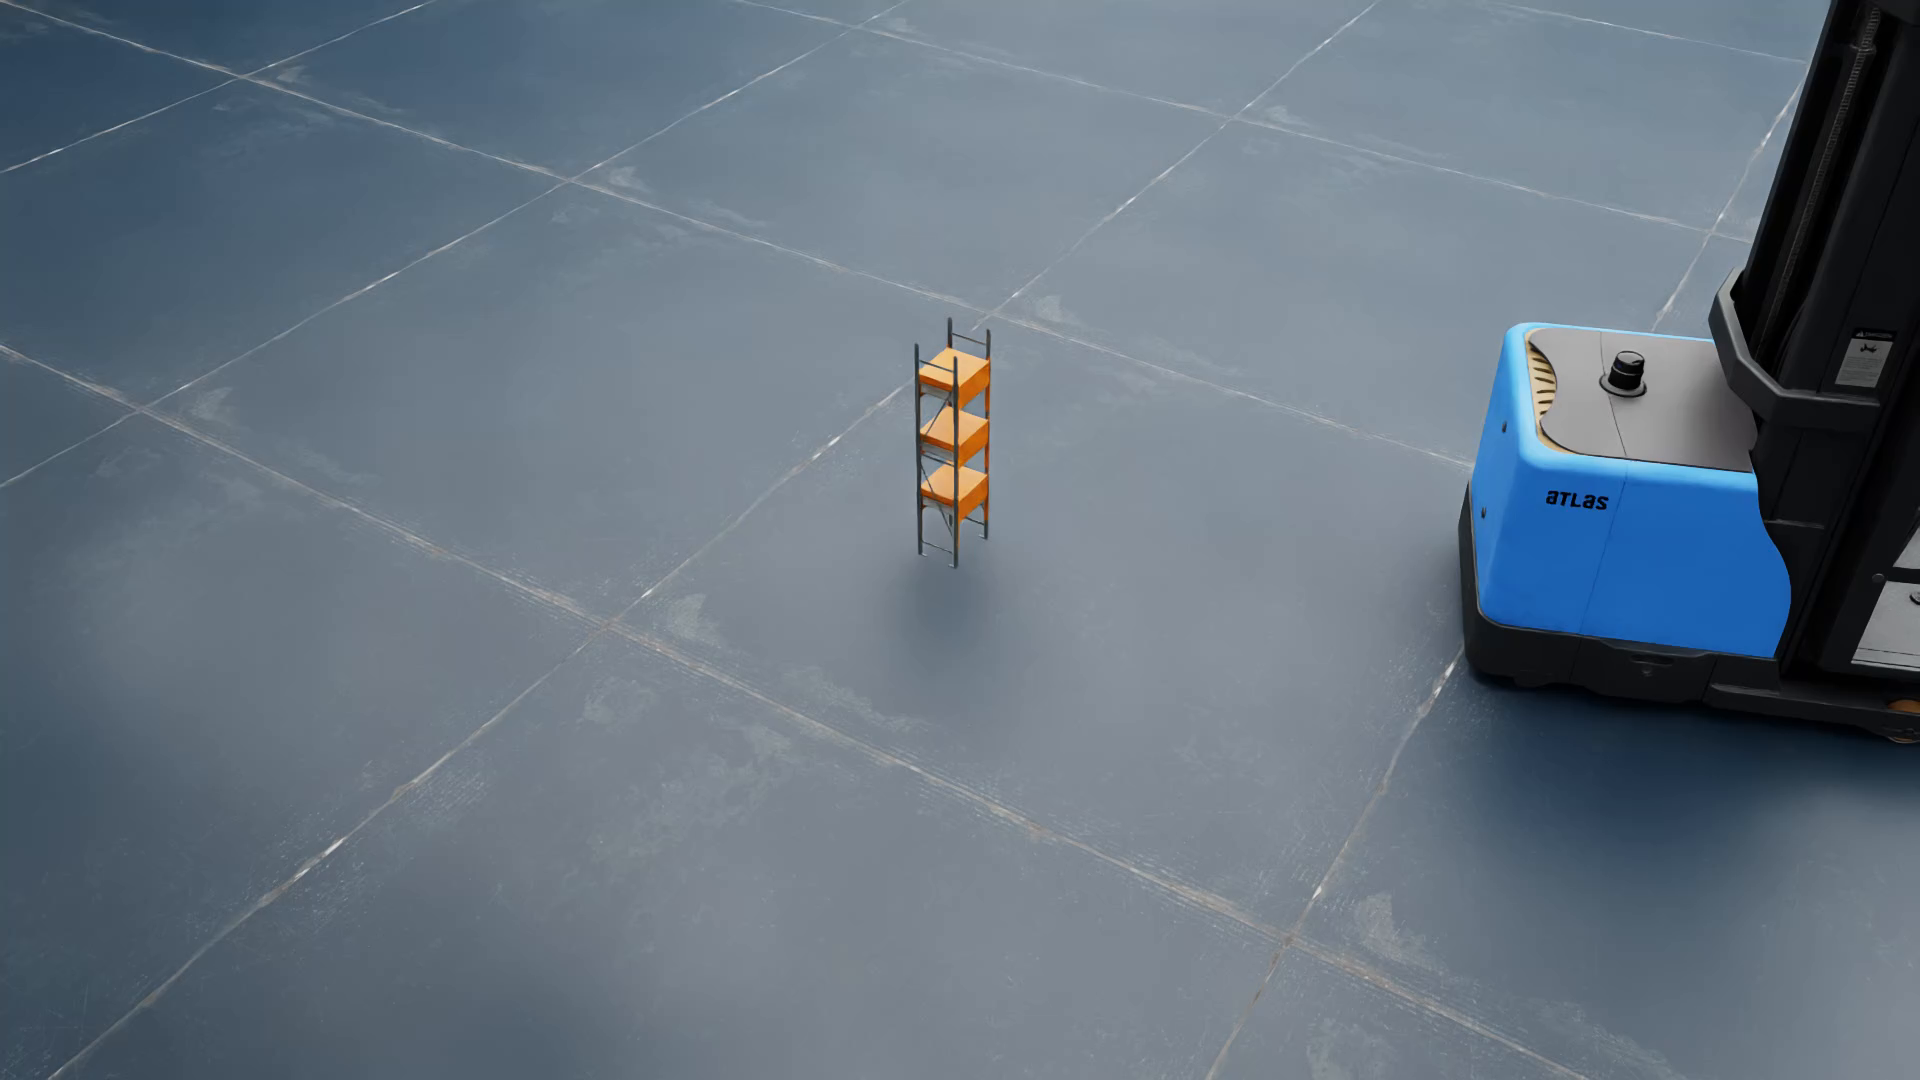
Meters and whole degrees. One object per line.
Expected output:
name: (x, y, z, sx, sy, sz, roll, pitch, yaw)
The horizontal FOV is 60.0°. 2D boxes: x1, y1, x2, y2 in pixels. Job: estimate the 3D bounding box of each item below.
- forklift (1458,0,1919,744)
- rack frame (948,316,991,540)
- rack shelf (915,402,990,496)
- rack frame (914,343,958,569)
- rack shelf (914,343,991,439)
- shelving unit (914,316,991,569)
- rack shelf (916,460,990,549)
forklift: (3.560, -0.727, 5.793, 3.031, 2.935, 1.130, 7, 38, 9)
rack frame: (0.037, -0.451, 6.975, 0.200, 1.050, 0.008, 21, 42, 25)
rack shelf: (-0.029, -0.380, 6.900, 0.215, 0.259, 0.240, 21, 42, 25)
rack frame: (-0.094, -0.325, 6.812, 0.200, 1.050, 0.008, 21, 42, 25)
rack shelf: (-0.029, -0.605, 6.727, 0.215, 0.259, 0.240, 21, 42, 25)
shelving unit: (-0.029, -0.388, 6.894, 0.215, 1.050, 0.252, 21, 42, 25)
rack shelf: (-0.029, -0.160, 7.070, 0.215, 0.259, 0.240, 21, 42, 25)
